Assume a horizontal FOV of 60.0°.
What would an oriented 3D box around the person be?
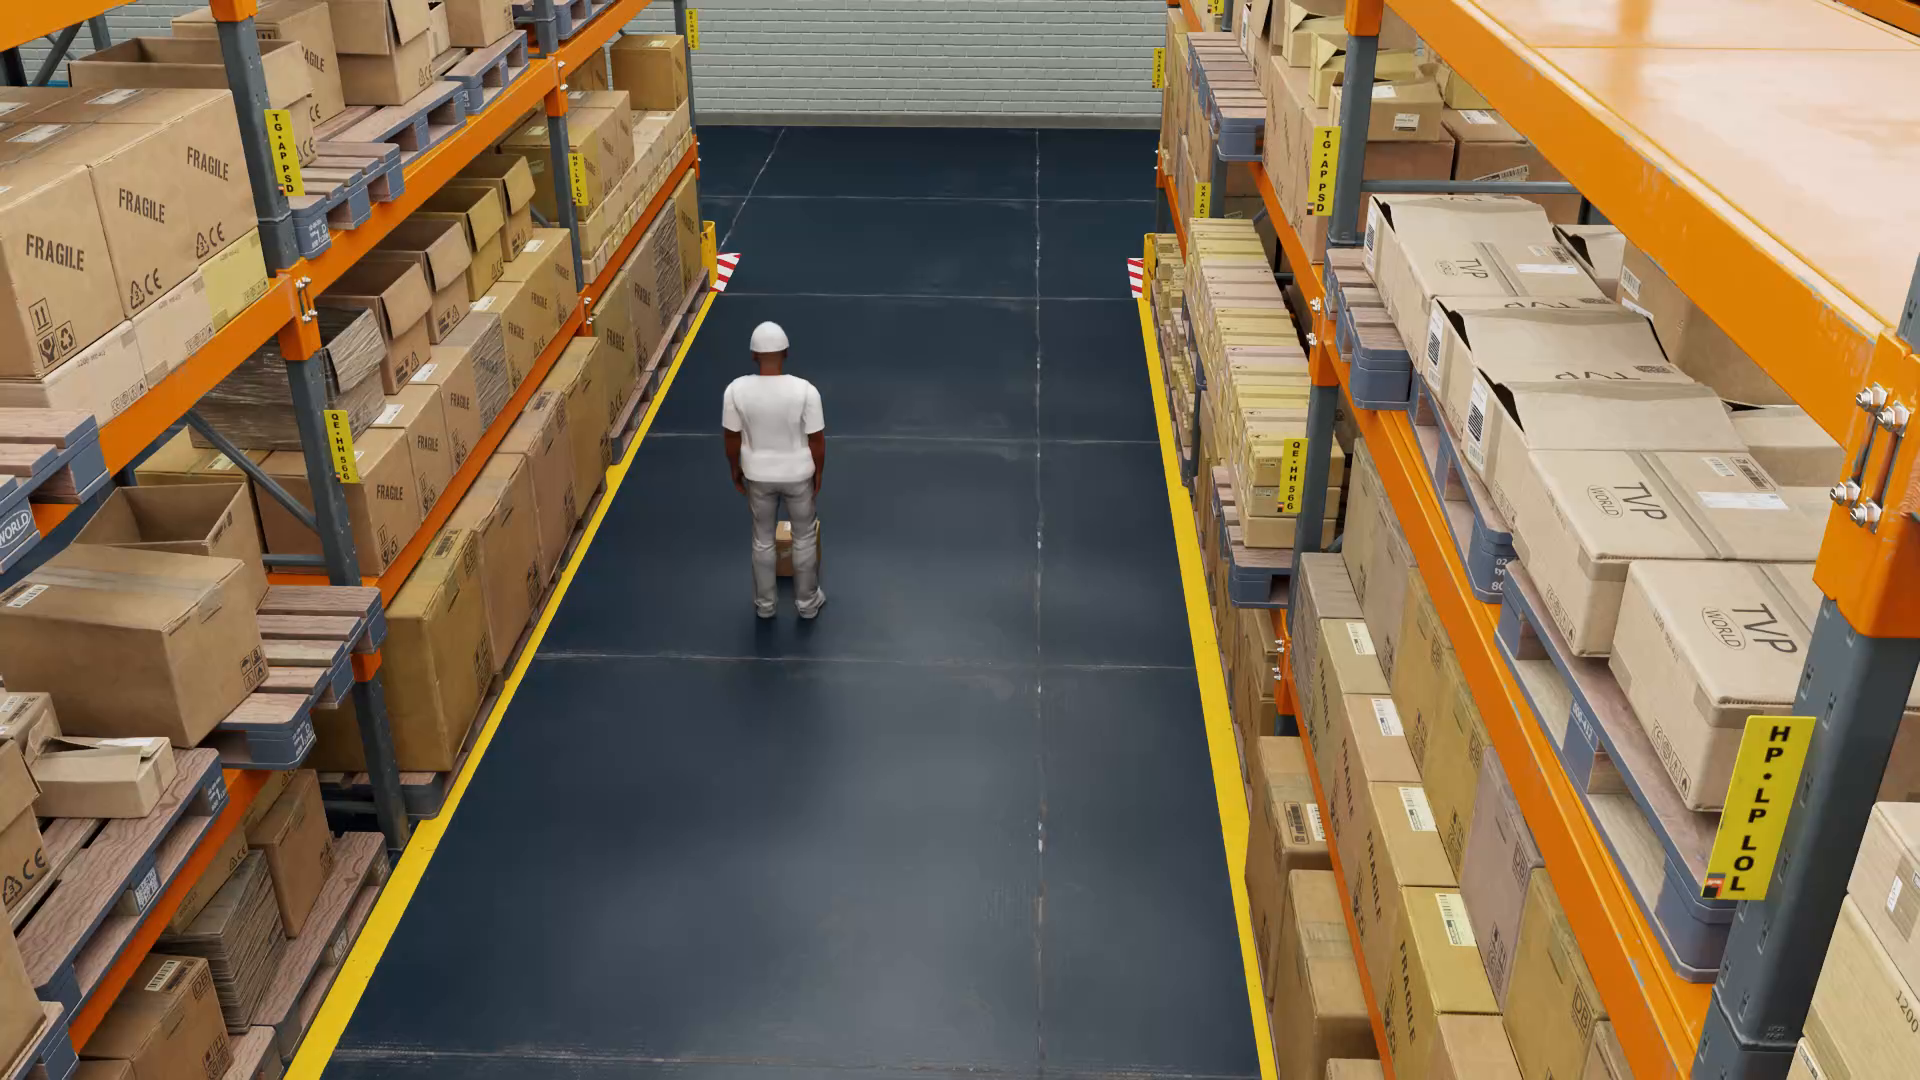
[{"bbox_3d":[-1.025,-0.381,9.320,0.565,1.763,0.359,2,28,3],"label":"person"}]
